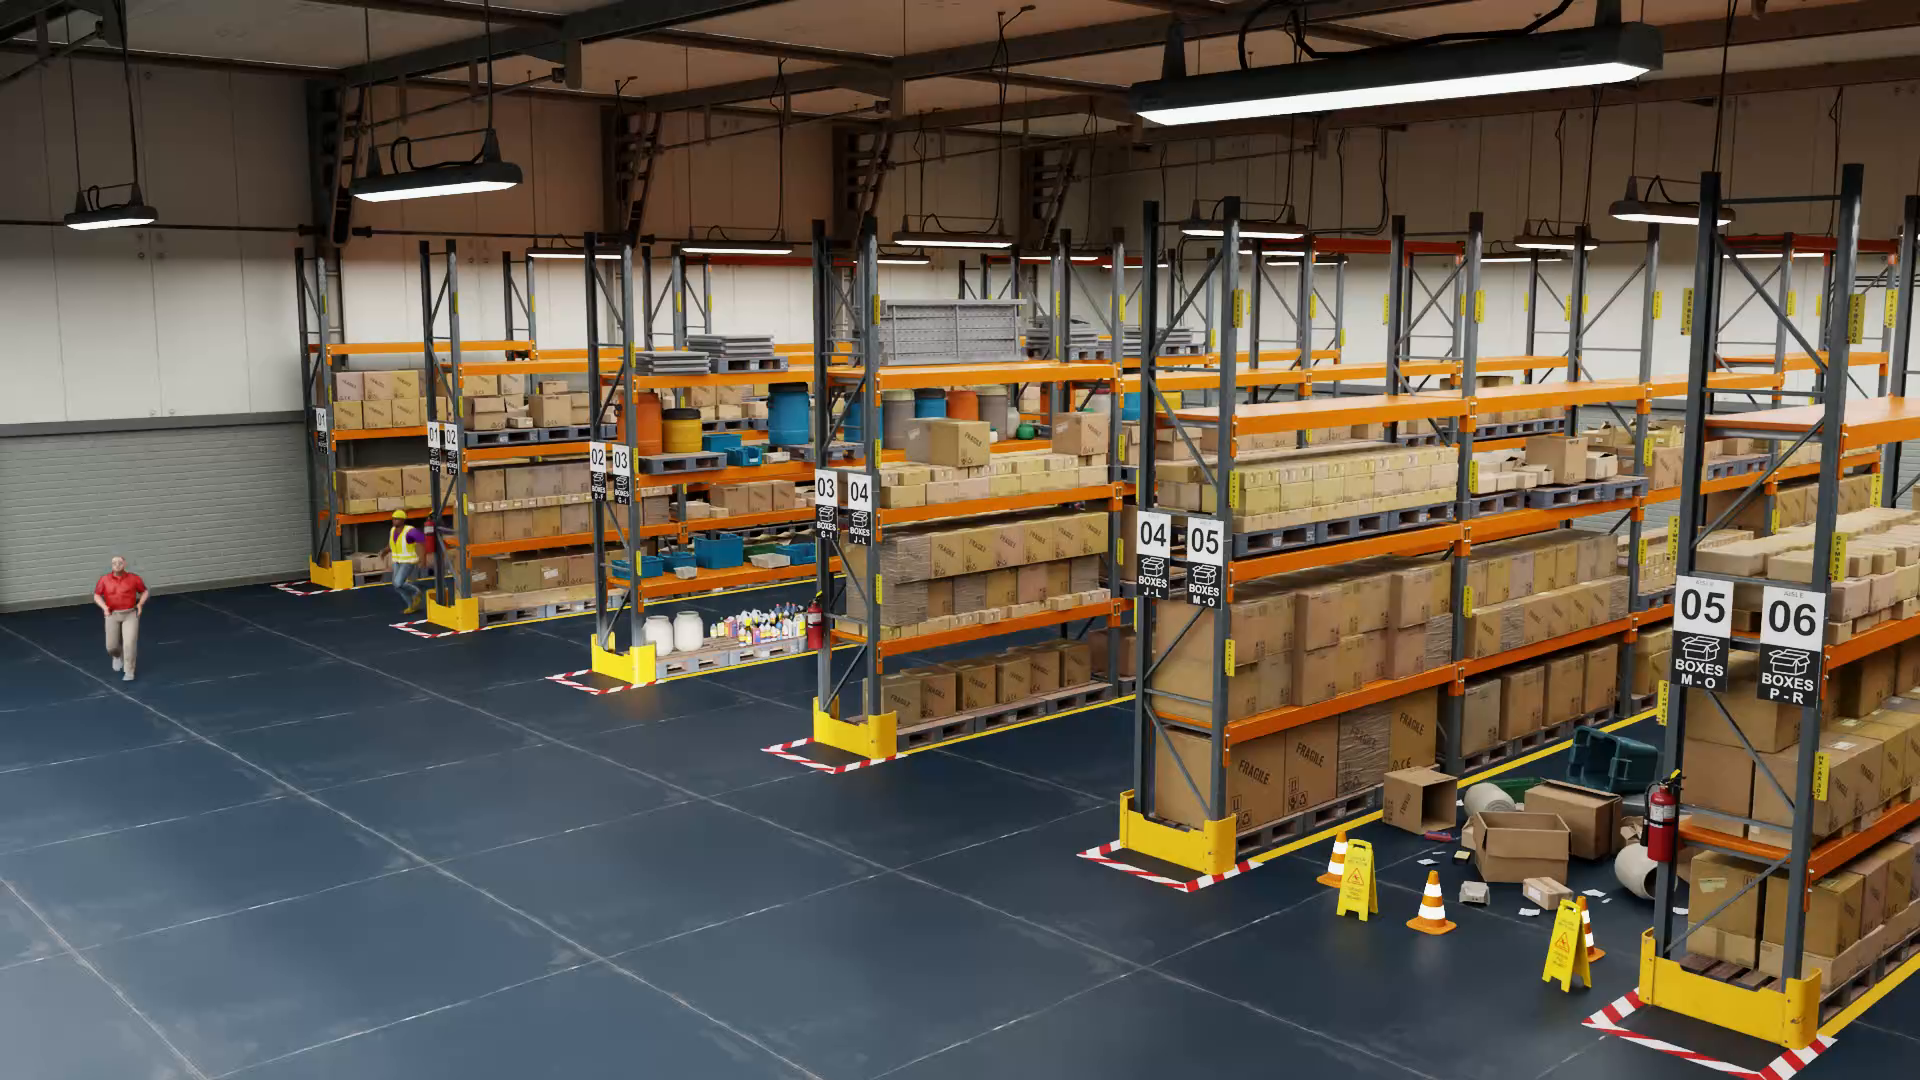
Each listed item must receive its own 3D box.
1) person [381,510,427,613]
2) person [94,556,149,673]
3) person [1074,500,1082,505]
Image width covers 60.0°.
[{"bbox_3d":[-9.078,0.365,27.065,0.702,1.709,0.616,4,9,28],"label":"person"},{"bbox_3d":[-11.340,1.003,22.517,0.665,1.591,0.579,-4,9,-23],"label":"person"},{"bbox_3d":[2.478,-0.454,32.879,0.597,1.642,0.793,6,10,35],"label":"person"}]
